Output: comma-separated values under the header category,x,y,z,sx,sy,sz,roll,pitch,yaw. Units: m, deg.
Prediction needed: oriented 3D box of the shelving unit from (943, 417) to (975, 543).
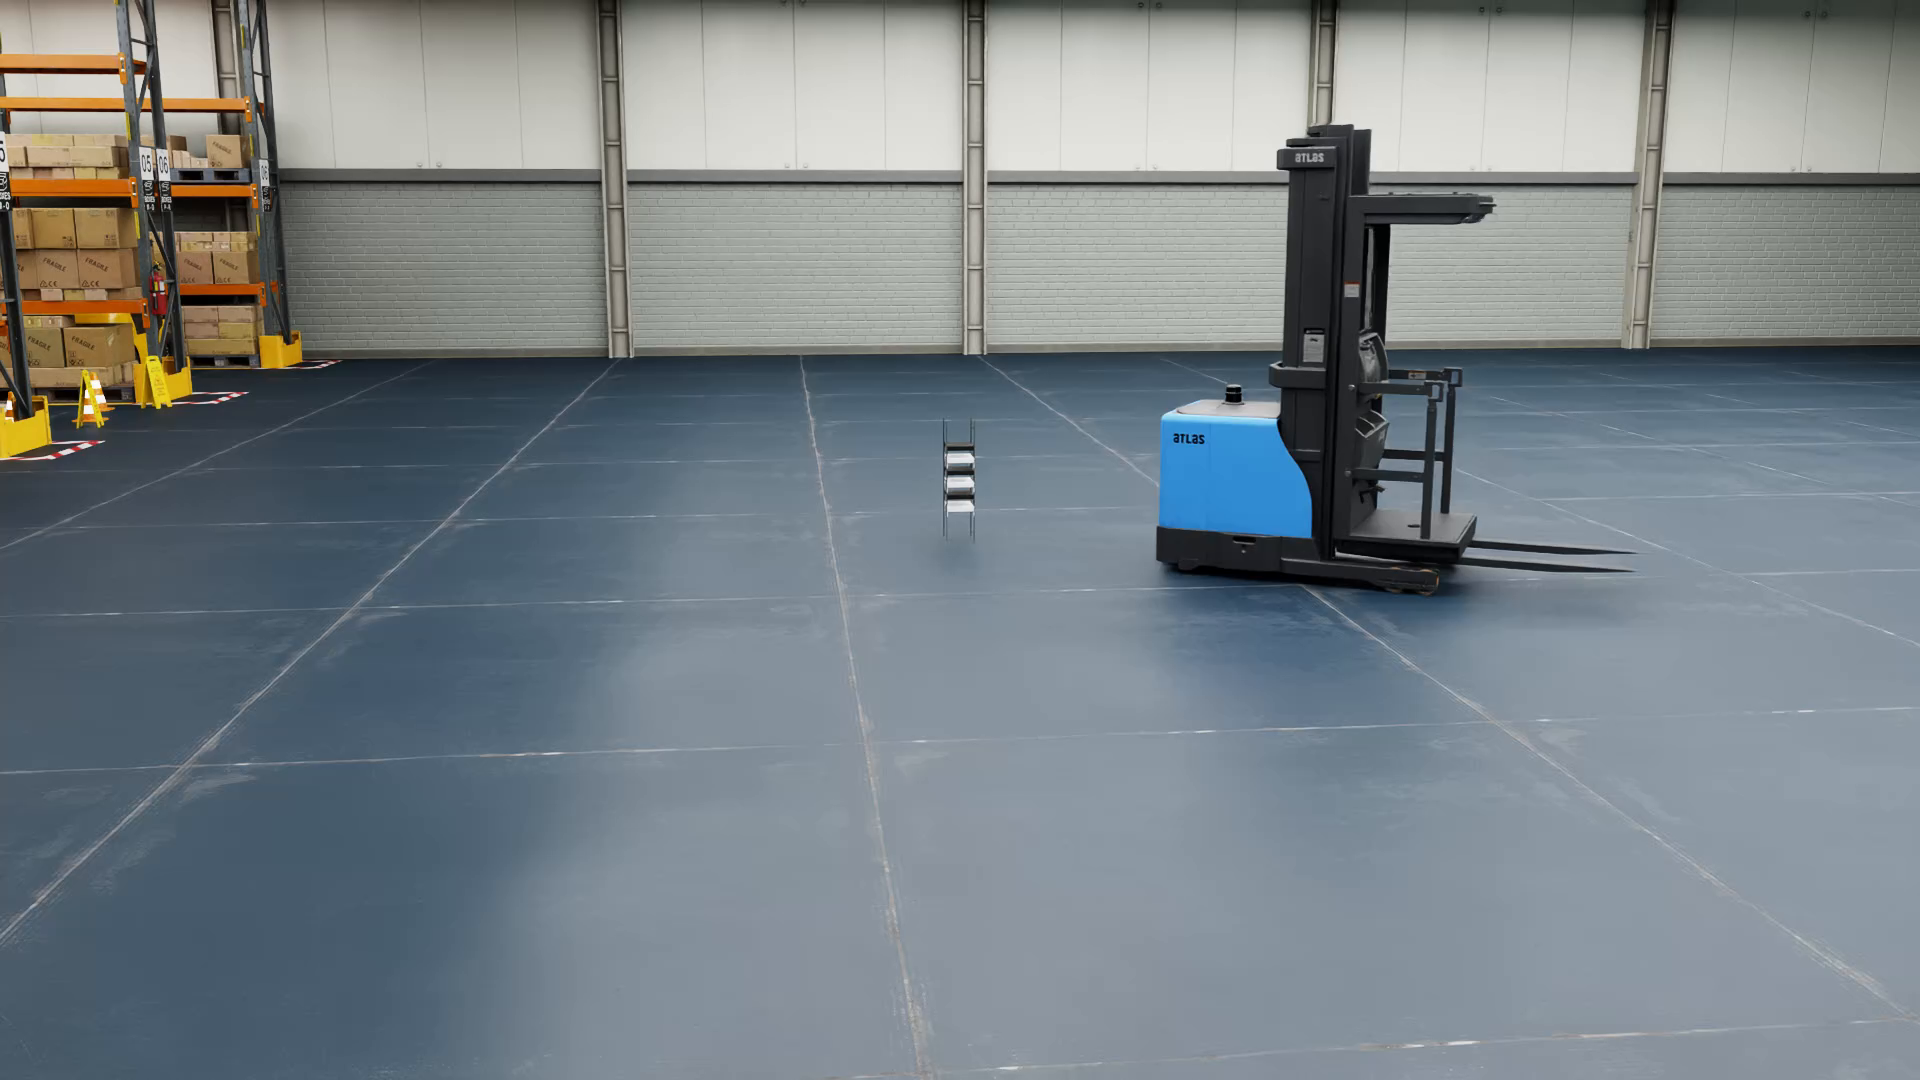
category,x,y,z,sx,sy,sz,roll,pitch,yaw
shelving unit,-0.008,-0.441,12.280,0.210,0.900,0.258,-1,11,-6

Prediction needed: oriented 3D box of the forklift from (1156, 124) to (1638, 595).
category,x,y,z,sx,sy,sz,roll,pitch,yaw
forklift,2.899,-1.202,10.883,3.031,2.935,1.130,5,12,22

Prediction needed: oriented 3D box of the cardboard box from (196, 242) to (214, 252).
category,x,y,z,sx,sy,sz,roll,pitch,yaw
cardboard box,-11.723,-4.584,25.966,0.250,0.149,0.380,-1,11,-5

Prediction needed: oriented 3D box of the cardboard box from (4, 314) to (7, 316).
category,x,y,z,sx,sy,sz,roll,pitch,yaw
cardboard box,-15.387,-3.226,26.071,0.625,0.625,0.875,-1,11,-4

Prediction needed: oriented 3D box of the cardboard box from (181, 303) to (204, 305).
category,x,y,z,sx,sy,sz,roll,pitch,yaw
cardboard box,-12.386,-3.636,26.535,0.500,0.250,0.500,-1,11,-6

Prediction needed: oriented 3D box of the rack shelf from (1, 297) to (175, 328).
category,x,y,z,sx,sy,sz,roll,pitch,yaw
rack shelf,-12.341,-2.935,21.388,4.000,0.370,1.077,-1,11,-6

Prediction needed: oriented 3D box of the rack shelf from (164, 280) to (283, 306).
category,x,y,z,sx,sy,sz,roll,pitch,yaw
rack shelf,-12.881,-3.887,26.230,4.000,0.370,1.077,-1,11,-6

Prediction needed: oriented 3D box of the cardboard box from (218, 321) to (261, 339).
category,x,y,z,sx,sy,sz,roll,pitch,yaw
cardboard box,-11.343,-3.314,26.192,0.500,0.250,0.500,-1,11,-7

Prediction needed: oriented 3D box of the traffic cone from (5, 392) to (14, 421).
category,x,y,z,sx,sy,sz,roll,pitch,yaw
traffic cone,-10.399,-1.399,18.287,0.334,0.463,0.336,-1,11,-6

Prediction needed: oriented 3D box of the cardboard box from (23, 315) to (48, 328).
category,x,y,z,sx,sy,sz,roll,pitch,yaw
cardboard box,-11.729,-2.781,21.153,0.250,0.149,0.380,-1,11,-5

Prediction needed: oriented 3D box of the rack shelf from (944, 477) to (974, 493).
category,x,y,z,sx,sy,sz,roll,pitch,yaw
rack shelf,-0.008,-0.409,12.287,0.200,0.077,0.258,-1,11,-6

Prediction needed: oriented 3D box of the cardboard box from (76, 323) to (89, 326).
category,x,y,z,sx,sy,sz,roll,pitch,yaw
cardboard box,-11.728,-2.579,21.805,0.500,0.500,0.500,-2,11,-8

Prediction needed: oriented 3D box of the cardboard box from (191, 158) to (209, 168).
category,x,y,z,sx,sy,sz,roll,pitch,yaw
cardboard box,-11.684,-5.810,25.673,0.250,0.149,0.380,-2,11,-8

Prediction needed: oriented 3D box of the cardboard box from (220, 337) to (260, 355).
category,x,y,z,sx,sy,sz,roll,pitch,yaw
cardboard box,-11.326,-3.068,26.239,0.500,0.250,0.500,-1,11,-6

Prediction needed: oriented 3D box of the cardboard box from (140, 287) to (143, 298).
category,x,y,z,sx,sy,sz,roll,pitch,yaw
cardboard box,-10.713,-3.239,21.721,0.250,0.149,0.380,-1,11,-6

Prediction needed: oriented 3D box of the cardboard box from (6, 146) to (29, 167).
category,x,y,z,sx,sy,sz,roll,pitch,yaw
cardboard box,-11.848,-4.790,20.798,0.500,0.250,0.500,-1,11,-4

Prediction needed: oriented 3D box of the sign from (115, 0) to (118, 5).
category,x,y,z,sx,sy,sz,roll,pitch,yaw
sign,-10.313,-6.703,20.303,0.005,0.325,0.100,-1,11,-6

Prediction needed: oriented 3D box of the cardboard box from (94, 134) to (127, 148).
category,x,y,z,sx,sy,sz,roll,pitch,yaw
cardboard box,-10.657,-5.006,20.865,0.250,0.149,0.380,-1,11,-6

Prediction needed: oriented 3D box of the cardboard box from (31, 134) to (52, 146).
category,x,y,z,sx,sy,sz,roll,pitch,yaw
cardboard box,-11.427,-5.004,20.854,0.250,0.149,0.380,-1,11,-6

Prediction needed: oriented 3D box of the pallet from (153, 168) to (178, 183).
category,x,y,z,sx,sy,sz,roll,pitch,yaw
pallet,-12.814,-5.675,25.910,1.213,0.211,1.003,-1,11,-6

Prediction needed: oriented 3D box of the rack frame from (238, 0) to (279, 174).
category,x,y,z,sx,sy,sz,roll,pitch,yaw
rack frame,-10.893,-7.226,25.794,0.127,3.000,1.000,-1,11,-6

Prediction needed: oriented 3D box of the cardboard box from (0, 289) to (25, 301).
category,x,y,z,sx,sy,sz,roll,pitch,yaw
cardboard box,-11.966,-3.118,21.103,0.250,0.149,0.380,-1,11,-7

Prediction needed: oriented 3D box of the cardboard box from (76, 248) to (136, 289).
category,x,y,z,sx,sy,sz,roll,pitch,yaw
cardboard box,-10.863,-3.461,21.166,0.500,0.500,0.500,-1,11,-7

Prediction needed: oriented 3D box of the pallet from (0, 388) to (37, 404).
category,x,y,z,sx,sy,sz,roll,pitch,yaw
pallet,-12.450,-1.925,21.614,1.213,0.211,1.003,-1,11,-6

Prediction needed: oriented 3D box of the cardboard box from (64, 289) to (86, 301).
category,x,y,z,sx,sy,sz,roll,pitch,yaw
cardboard box,-11.199,-3.130,21.165,0.250,0.149,0.380,-1,11,-7

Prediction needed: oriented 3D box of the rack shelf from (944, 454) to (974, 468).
category,x,y,z,sx,sy,sz,roll,pitch,yaw
rack shelf,-0.008,-0.585,12.252,0.200,0.077,0.258,-1,11,-6

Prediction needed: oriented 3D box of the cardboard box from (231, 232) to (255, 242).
category,x,y,z,sx,sy,sz,roll,pitch,yaw
cardboard box,-11.226,-4.747,26.028,0.250,0.149,0.380,-1,11,-6

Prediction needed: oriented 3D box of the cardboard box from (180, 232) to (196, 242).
category,x,y,z,sx,sy,sz,roll,pitch,yaw
cardboard box,-11.981,-4.735,25.964,0.250,0.149,0.380,-1,11,-6

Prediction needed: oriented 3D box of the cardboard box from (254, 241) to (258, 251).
category,x,y,z,sx,sy,sz,roll,pitch,yaw
cardboard box,-11.258,-4.692,26.517,0.250,0.149,0.380,-1,11,-8

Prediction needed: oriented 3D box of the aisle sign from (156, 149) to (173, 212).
category,x,y,z,sx,sy,sz,roll,pitch,yaw
aisle sign,-10.325,-4.666,21.589,0.004,0.787,0.394,-1,11,-6

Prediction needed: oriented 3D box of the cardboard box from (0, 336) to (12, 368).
category,x,y,z,sx,sy,sz,roll,pitch,yaw
cardboard box,-12.142,-2.468,21.239,0.500,0.500,0.500,-1,11,-7

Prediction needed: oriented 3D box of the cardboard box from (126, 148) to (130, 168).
category,x,y,z,sx,sy,sz,roll,pitch,yaw
cardboard box,-10.882,-4.915,21.434,0.500,0.250,0.500,-1,11,-7

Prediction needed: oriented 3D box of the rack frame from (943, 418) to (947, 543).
category,x,y,z,sx,sy,sz,roll,pitch,yaw
rack frame,-0.109,-0.439,12.270,0.006,0.900,0.240,-1,11,-6

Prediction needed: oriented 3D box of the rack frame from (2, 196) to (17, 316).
category,x,y,z,sx,sy,sz,roll,pitch,yaw
rack frame,-14.869,-4.199,25.949,0.127,3.000,1.000,-1,11,-6

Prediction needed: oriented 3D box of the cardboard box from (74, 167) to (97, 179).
category,x,y,z,sx,sy,sz,roll,pitch,yaw
cardboard box,-10.921,-4.606,20.897,0.250,0.149,0.380,-1,11,-6

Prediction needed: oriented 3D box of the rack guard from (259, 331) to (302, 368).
category,x,y,z,sx,sy,sz,roll,pitch,yaw
rack guard,-10.869,-3.056,26.616,0.348,0.500,1.175,-1,11,-6

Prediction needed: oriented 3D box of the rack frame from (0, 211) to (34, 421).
category,x,y,z,sx,sy,sz,roll,pitch,yaw
rack frame,-9.718,-2.383,16.713,0.127,3.000,1.000,-1,11,-6

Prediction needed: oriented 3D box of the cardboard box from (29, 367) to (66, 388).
category,x,y,z,sx,sy,sz,roll,pitch,yaw
cardboard box,-11.643,-2.109,21.360,0.500,0.250,0.500,-1,11,-6

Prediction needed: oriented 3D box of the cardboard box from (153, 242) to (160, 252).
category,x,y,z,sx,sy,sz,roll,pitch,yaw
cardboard box,-12.480,-4.557,25.830,0.250,0.149,0.380,-1,11,-6

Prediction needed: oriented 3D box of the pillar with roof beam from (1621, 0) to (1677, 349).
category,x,y,z,sx,sy,sz,roll,pitch,yaw
pillar with roof beam,12.642,-7.058,24.943,0.400,9.000,9.100,-1,11,-6

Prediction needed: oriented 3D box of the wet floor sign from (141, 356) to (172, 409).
category,x,y,z,sx,sy,sz,roll,pitch,yaw
wet floor sign,-10.049,-1.974,20.734,0.232,0.644,0.267,3,11,14

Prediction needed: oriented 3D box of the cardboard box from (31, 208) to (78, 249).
category,x,y,z,sx,sy,sz,roll,pitch,yaw
cardboard box,-11.341,-3.954,21.083,0.500,0.500,0.700,-1,11,-6

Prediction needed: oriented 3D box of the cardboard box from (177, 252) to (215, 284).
category,x,y,z,sx,sy,sz,roll,pitch,yaw
cardboard box,-11.871,-4.261,26.009,0.500,0.500,0.500,-1,11,-4

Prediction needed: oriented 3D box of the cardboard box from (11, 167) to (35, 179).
category,x,y,z,sx,sy,sz,roll,pitch,yaw
cardboard box,-11.691,-4.600,20.867,0.250,0.149,0.380,-1,11,-7

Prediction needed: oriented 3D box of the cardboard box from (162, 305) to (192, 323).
category,x,y,z,sx,sy,sz,roll,pitch,yaw
cardboard box,-12.324,-3.536,26.025,0.500,0.250,0.500,-1,11,-5

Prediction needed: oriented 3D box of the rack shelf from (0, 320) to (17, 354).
category,x,y,z,sx,sy,sz,roll,pitch,yaw
rack shelf,-11.706,-1.988,16.570,4.000,0.370,1.077,-1,11,-6

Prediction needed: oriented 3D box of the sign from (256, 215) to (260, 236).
category,x,y,z,sx,sy,sz,roll,pitch,yaw
sign,-10.848,-4.862,25.707,0.005,0.325,0.100,-1,11,-6
